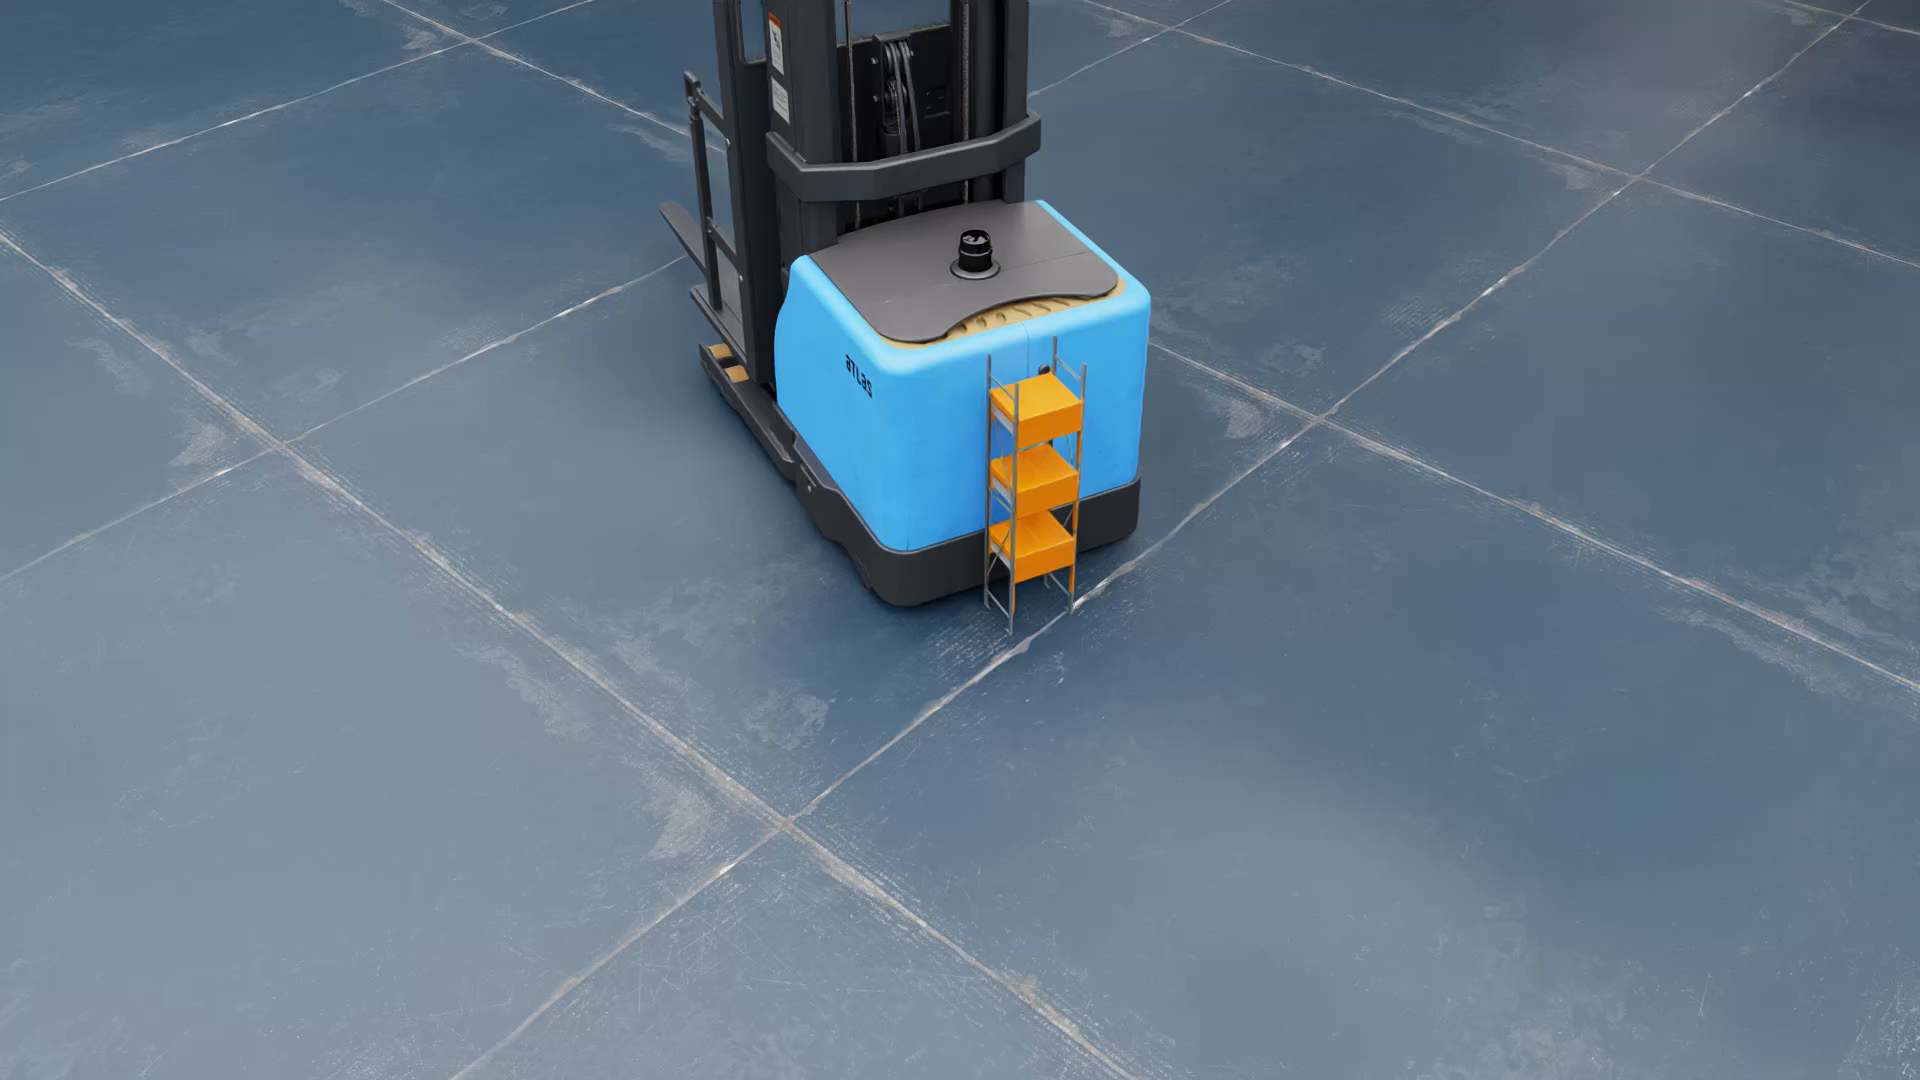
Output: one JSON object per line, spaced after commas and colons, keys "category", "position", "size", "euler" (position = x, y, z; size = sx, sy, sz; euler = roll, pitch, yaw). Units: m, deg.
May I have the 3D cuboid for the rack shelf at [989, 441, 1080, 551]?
{"category": "rack shelf", "position": [0.244, -0.156, 5.619], "size": [0.240, 0.259, 0.215], "euler": [-18, 42, -21]}

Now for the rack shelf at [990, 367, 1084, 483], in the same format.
{"category": "rack shelf", "position": [0.244, -0.378, 5.443], "size": [0.240, 0.259, 0.215], "euler": [-18, 42, -21]}

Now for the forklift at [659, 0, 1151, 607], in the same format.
{"category": "forklift", "position": [-0.449, -1.822, 6.187], "size": [1.130, 2.935, 3.031], "euler": [-17, 42, -21]}

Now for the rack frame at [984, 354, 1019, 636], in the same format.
{"category": "rack frame", "position": [0.135, -0.129, 5.568], "size": [0.008, 1.050, 0.200], "euler": [-18, 42, -21]}

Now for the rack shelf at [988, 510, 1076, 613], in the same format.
{"category": "rack shelf", "position": [0.244, 0.062, 5.792], "size": [0.240, 0.259, 0.215], "euler": [-18, 42, -21]}

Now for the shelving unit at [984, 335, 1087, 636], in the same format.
{"category": "shelving unit", "position": [0.244, -0.164, 5.613], "size": [0.252, 1.050, 0.215], "euler": [-18, 42, -21]}

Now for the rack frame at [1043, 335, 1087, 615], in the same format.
{"category": "rack frame", "position": [0.352, -0.199, 5.657], "size": [0.008, 1.050, 0.200], "euler": [-18, 42, -21]}
